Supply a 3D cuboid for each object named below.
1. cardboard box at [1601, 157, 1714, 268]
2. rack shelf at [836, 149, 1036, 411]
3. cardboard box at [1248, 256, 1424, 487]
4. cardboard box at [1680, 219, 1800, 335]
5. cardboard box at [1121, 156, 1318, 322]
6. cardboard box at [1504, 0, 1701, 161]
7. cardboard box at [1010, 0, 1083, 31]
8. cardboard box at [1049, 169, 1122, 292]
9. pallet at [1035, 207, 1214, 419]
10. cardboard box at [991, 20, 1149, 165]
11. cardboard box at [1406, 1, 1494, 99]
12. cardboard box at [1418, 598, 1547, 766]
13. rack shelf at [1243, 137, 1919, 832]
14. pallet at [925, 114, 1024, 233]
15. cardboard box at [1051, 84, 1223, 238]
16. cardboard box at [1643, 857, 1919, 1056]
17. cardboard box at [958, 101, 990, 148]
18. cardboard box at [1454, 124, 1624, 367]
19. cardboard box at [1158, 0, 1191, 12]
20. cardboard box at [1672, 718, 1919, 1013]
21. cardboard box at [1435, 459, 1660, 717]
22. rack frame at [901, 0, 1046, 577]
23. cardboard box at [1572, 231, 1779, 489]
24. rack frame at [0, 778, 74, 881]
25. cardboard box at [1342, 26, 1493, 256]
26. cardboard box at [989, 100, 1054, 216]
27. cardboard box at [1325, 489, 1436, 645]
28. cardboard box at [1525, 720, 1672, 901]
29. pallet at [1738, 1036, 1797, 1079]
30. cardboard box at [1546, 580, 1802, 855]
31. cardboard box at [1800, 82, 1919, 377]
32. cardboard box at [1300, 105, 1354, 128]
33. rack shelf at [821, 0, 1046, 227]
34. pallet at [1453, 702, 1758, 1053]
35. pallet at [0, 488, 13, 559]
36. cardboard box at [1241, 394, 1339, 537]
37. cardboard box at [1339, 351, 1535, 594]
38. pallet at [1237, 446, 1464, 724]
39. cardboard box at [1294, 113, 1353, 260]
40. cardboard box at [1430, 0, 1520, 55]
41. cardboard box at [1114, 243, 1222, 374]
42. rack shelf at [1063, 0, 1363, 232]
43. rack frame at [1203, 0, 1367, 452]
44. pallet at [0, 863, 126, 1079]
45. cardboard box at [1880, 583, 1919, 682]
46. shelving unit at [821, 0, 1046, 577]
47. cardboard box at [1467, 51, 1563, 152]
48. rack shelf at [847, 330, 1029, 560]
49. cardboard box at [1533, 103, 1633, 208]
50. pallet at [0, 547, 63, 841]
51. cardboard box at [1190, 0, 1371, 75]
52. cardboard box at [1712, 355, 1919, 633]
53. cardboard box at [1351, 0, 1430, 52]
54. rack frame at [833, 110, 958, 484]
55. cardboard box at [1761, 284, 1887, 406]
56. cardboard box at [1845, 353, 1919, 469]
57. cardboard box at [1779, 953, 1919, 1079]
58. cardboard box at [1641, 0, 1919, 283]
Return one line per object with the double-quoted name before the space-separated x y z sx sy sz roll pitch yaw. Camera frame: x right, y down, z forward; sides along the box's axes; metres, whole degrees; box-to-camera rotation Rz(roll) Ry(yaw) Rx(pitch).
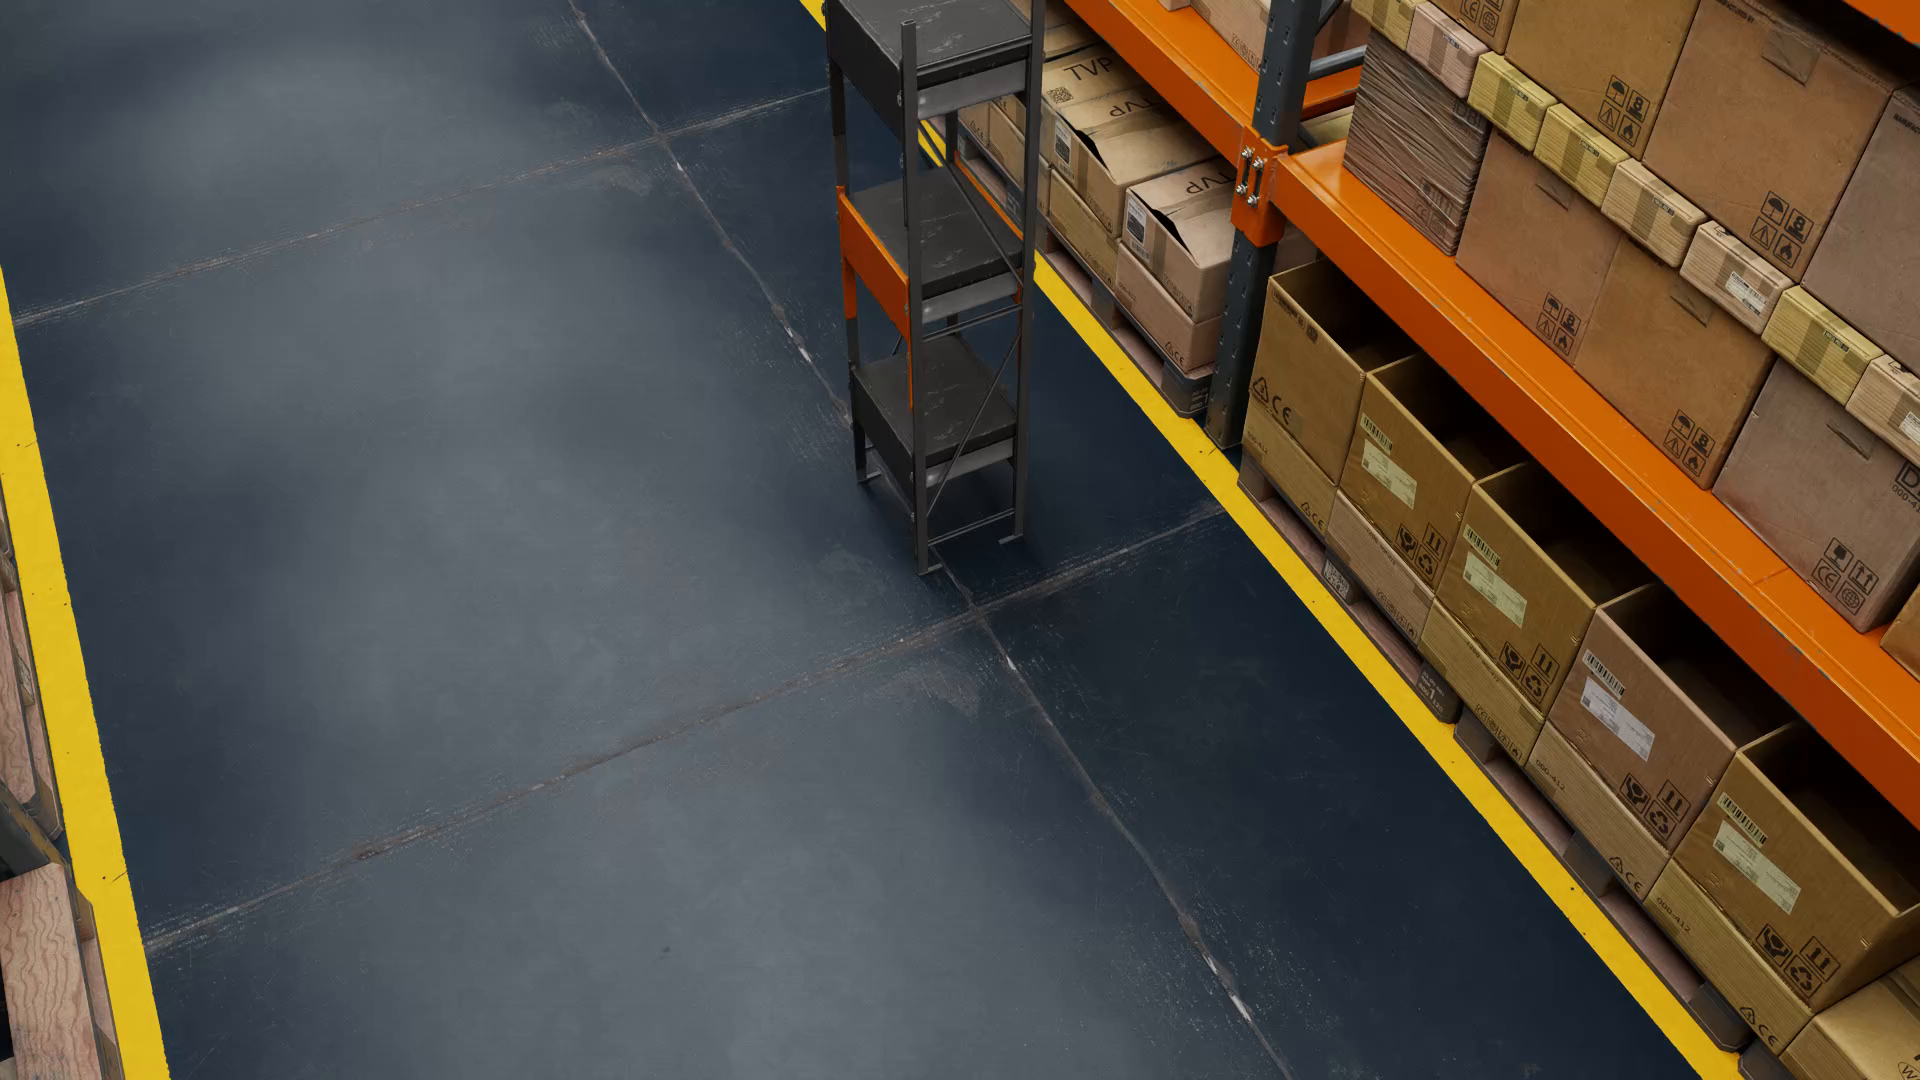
"cardboard box" 1.783 -0.835 3.990 0.380 0.149 0.250 -23 53 -19
"rack shelf" -0.076 -0.793 5.067 0.431 0.518 0.480 -21 52 -18
"cardboard box" 1.298 -0.580 5.314 0.500 0.500 0.500 -21 52 -18
"cardboard box" 1.908 -0.657 3.835 0.380 0.149 0.250 -23 53 -19
"cardboard box" 0.924 -1.108 5.902 0.500 0.311 0.500 -21 52 -18
"cardboard box" 1.805 -1.346 4.006 0.700 0.500 0.500 -21 52 -18
"cardboard box" 0.227 -2.127 6.793 0.500 0.311 0.500 -22 52 -18
"cardboard box" 0.687 -1.268 6.414 0.500 0.250 0.500 -22 52 -18
"pallet" 0.992 -1.080 6.554 1.003 0.211 1.213 -21 52 -18
"cardboard box" 0.454 -1.789 6.497 0.500 0.311 0.500 -21 52 -18
"cardboard box" 1.430 -1.350 4.441 0.380 0.149 0.250 -20 52 -17
"cardboard box" 1.755 0.336 5.011 0.500 0.250 0.500 -21 52 -18
"rack shelf" 2.279 0.057 4.185 1.077 0.370 4.000 -21 52 -18
"pallet" 0.430 -1.898 7.269 1.003 0.211 1.213 -21 52 -18
"cardboard box" 0.680 -1.454 6.204 0.500 0.311 0.500 -20 52 -17
"cardboard box" 2.217 1.004 4.427 0.500 0.250 0.500 -21 52 -18
"cardboard box" 0.221 -1.952 7.012 0.500 0.250 0.500 -20 52 -17
"cardboard box" 1.820 -0.906 4.483 0.700 0.500 0.500 -22 52 -18
"cardboard box" 0.798 -1.999 5.595 0.396 0.266 0.258 -22 52 -18
"cardboard box" 2.214 0.758 4.144 0.500 0.500 0.500 -21 52 -18
"cardboard box" 1.756 0.089 4.729 0.500 0.500 0.500 -21 52 -18
"rack frame" 0.036 -0.639 4.914 0.400 2.100 0.015 -21 52 -18
"cardboard box" 2.046 -0.569 4.188 0.700 0.500 0.500 -20 52 -17
"rack frame" -3.039 0.190 3.591 1.000 3.000 0.127 -21 52 -18
"cardboard box" 1.573 -1.257 4.790 0.700 0.500 0.500 -22 53 -18
"cardboard box" 0.452 -1.611 6.714 0.500 0.250 0.500 -20 52 -17
"cardboard box" 1.531 0.000 5.305 0.500 0.250 0.500 -21 52 -18
"cardboard box" 1.989 0.669 4.720 0.500 0.250 0.500 -21 52 -18
"pallet" 2.807 1.579 4.228 1.003 0.211 1.213 -21 52 -18
"cardboard box" 1.986 0.423 4.437 0.500 0.500 0.500 -21 52 -18
"cardboard box" 2.262 -0.676 3.420 0.700 0.500 0.500 -21 52 -17
"cardboard box" 1.172 -1.635 6.363 0.500 0.311 0.500 -22 52 -18
"rack shelf" -0.076 -1.254 4.540 0.431 0.518 0.480 -21 52 -18
"pallet" 2.253 0.764 4.942 1.003 0.211 1.213 -21 52 -18
"pallet" -3.959 -0.230 5.811 1.003 0.211 1.213 -21 52 -18
"cardboard box" 1.307 -0.337 5.599 0.500 0.250 0.500 -21 52 -18
"cardboard box" 1.534 -0.248 5.024 0.500 0.500 0.500 -21 52 -18
"pallet" 1.691 -0.054 5.657 1.003 0.211 1.213 -21 52 -18
"cardboard box" 1.396 -1.298 6.068 0.500 0.311 0.500 -21 52 -17
"cardboard box" 1.573 -1.684 4.301 0.700 0.500 0.500 -21 52 -17
"cardboard box" 0.917 -0.929 6.118 0.500 0.250 0.500 -22 52 -18
"rack shelf" 0.449 -2.620 6.527 1.077 0.370 4.000 -21 52 -18
"rack frame" 1.364 -1.518 5.085 1.000 3.000 0.127 -21 52 -18
"pallet" -2.700 1.546 4.258 1.003 0.211 1.213 -21 52 -18
"cardboard box" 2.526 0.125 3.582 0.700 0.500 0.500 -21 52 -17
"shelving unit" -0.076 -0.802 5.057 0.431 2.100 0.503 -21 52 -18
"cardboard box" 1.550 -1.178 4.290 0.380 0.149 0.250 -22 53 -18
"rack shelf" -0.076 -0.332 5.594 0.431 0.518 0.480 -21 52 -18
"cardboard box" 1.671 -1.003 4.137 0.380 0.149 0.250 -22 52 -18
"pallet" -3.396 0.588 5.096 1.003 0.211 1.213 -21 52 -18
"cardboard box" 1.100 -1.784 5.417 0.500 0.250 0.500 -18 51 -15
"cardboard box" 2.281 -0.226 3.889 0.700 0.500 0.500 -20 52 -16
"cardboard box" 1.315 -1.518 4.588 0.380 0.149 0.250 -21 52 -18
"rack frame" -0.187 -0.965 5.199 0.400 2.100 0.015 -21 52 -18
"cardboard box" 2.027 -0.483 3.682 0.380 0.149 0.250 -22 52 -18
"cardboard box" 2.139 -0.315 3.536 0.380 0.149 0.250 -22 52 -18
"cardboard box" 2.447 1.338 4.135 0.500 0.250 0.500 -21 52 -18
"cardboard box" 2.034 -1.010 3.713 0.700 0.500 0.500 -21 52 -18
